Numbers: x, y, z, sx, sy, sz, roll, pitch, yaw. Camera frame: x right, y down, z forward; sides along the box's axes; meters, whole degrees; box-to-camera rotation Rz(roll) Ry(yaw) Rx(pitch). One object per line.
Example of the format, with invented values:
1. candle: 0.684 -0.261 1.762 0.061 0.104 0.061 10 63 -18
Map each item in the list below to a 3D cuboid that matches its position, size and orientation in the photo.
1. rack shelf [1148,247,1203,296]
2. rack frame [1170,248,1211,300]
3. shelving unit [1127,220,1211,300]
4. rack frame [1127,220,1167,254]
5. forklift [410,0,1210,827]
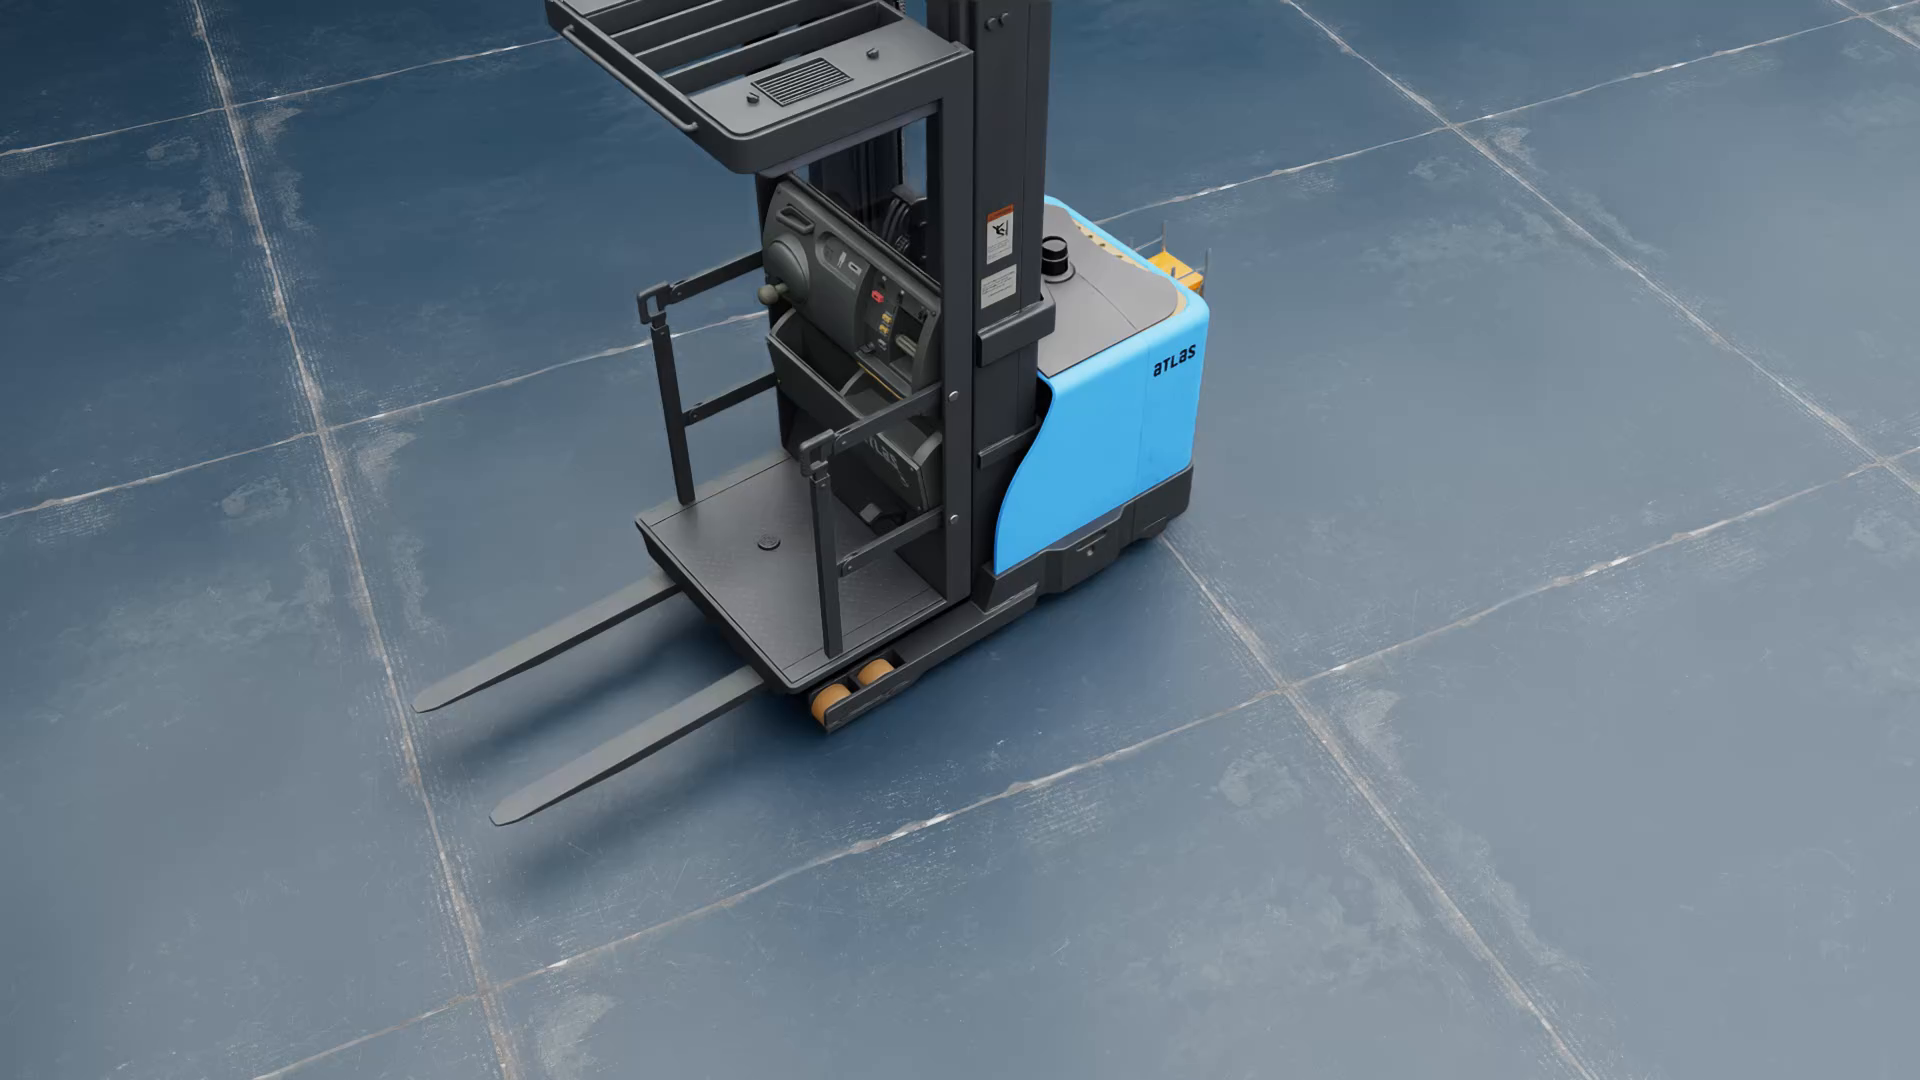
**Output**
1. rack shelf: 0.807 -0.964 6.590 0.215 0.259 0.240 -29 51 -26
2. rack frame: 0.882 -0.702 6.714 0.200 1.050 0.008 -29 51 -26
3. shelving unit: 0.807 -0.769 6.782 0.215 1.050 0.252 -29 51 -26
4. rack frame: 0.732 -0.837 6.851 0.200 1.050 0.008 -29 51 -26
5. forklift: -0.538 -0.779 5.453 3.031 2.935 1.130 -29 51 -26
